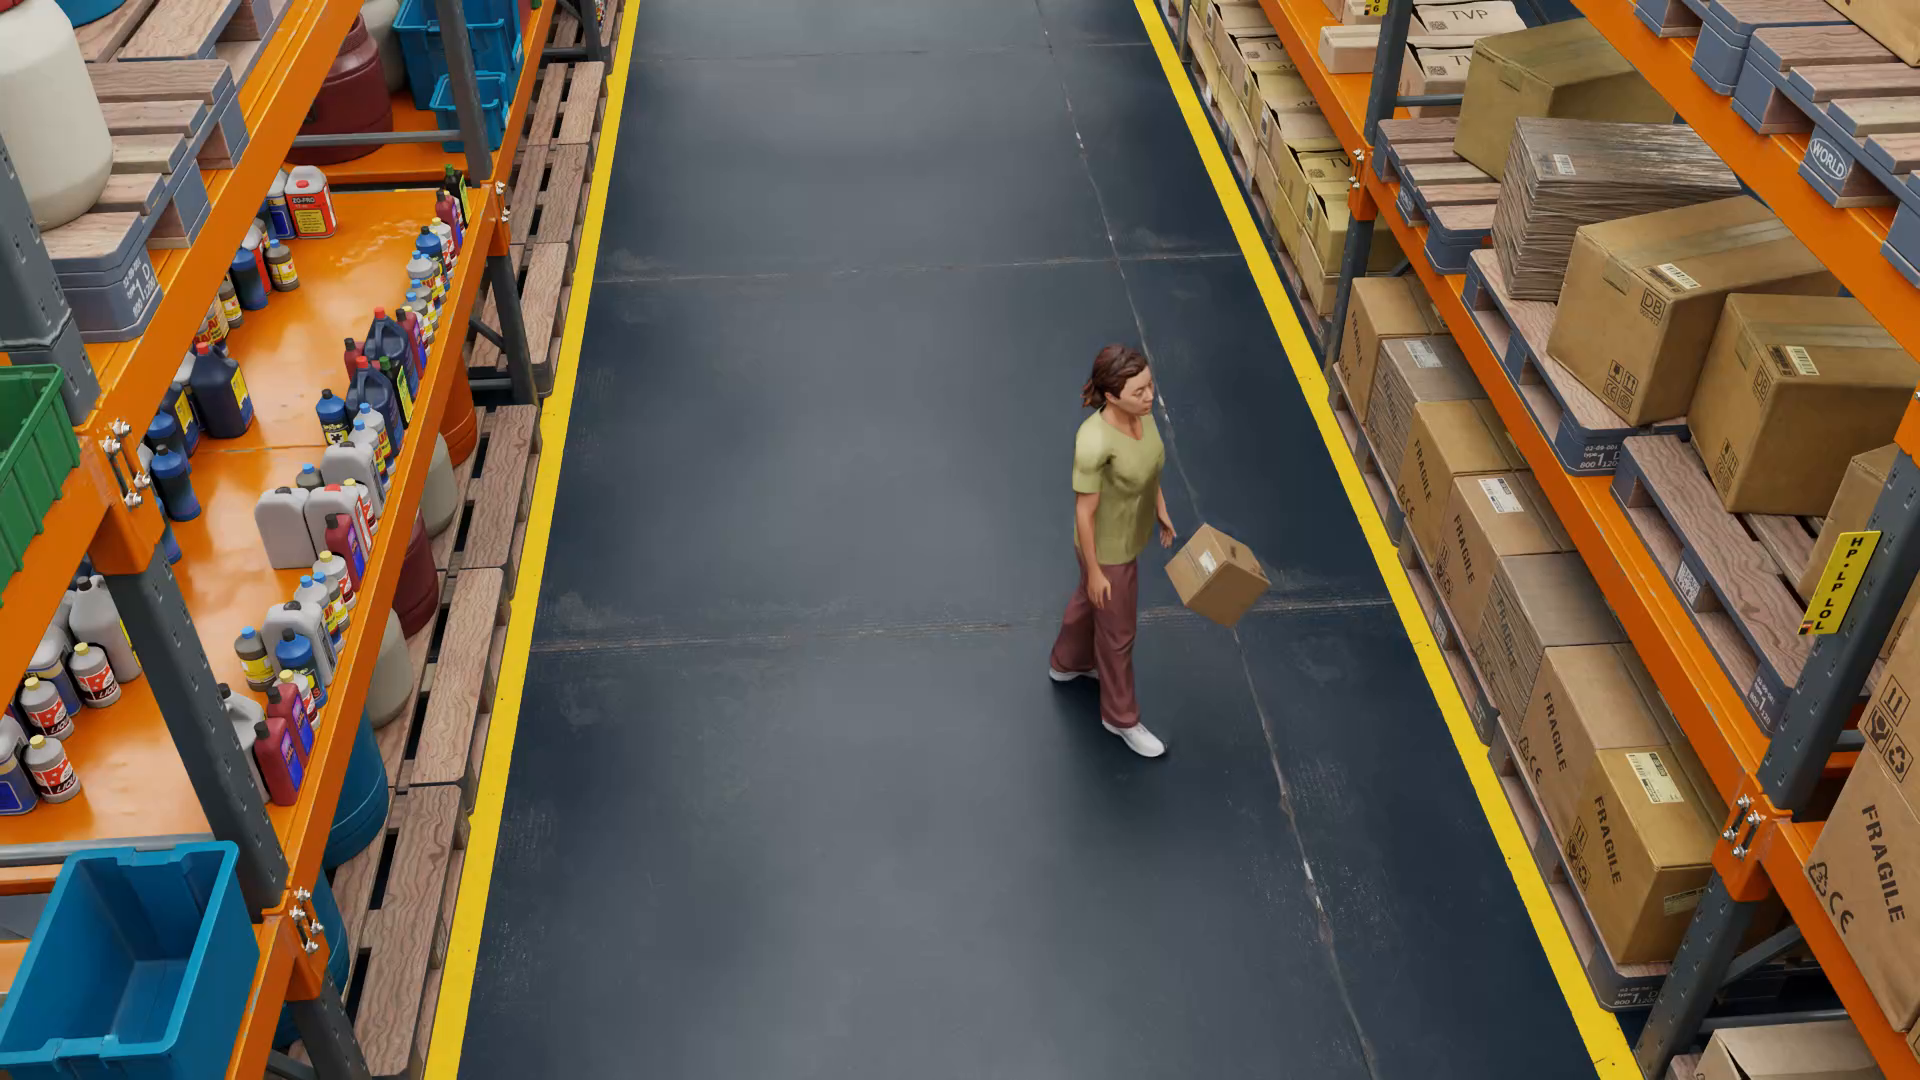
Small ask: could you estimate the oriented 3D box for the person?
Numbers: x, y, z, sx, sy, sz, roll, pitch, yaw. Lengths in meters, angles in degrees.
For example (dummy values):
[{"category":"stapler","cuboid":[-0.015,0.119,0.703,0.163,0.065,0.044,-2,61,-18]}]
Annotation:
[{"category":"person","cuboid":[0.596,0.024,6.123,0.607,1.667,0.544,19,43,22]}]
